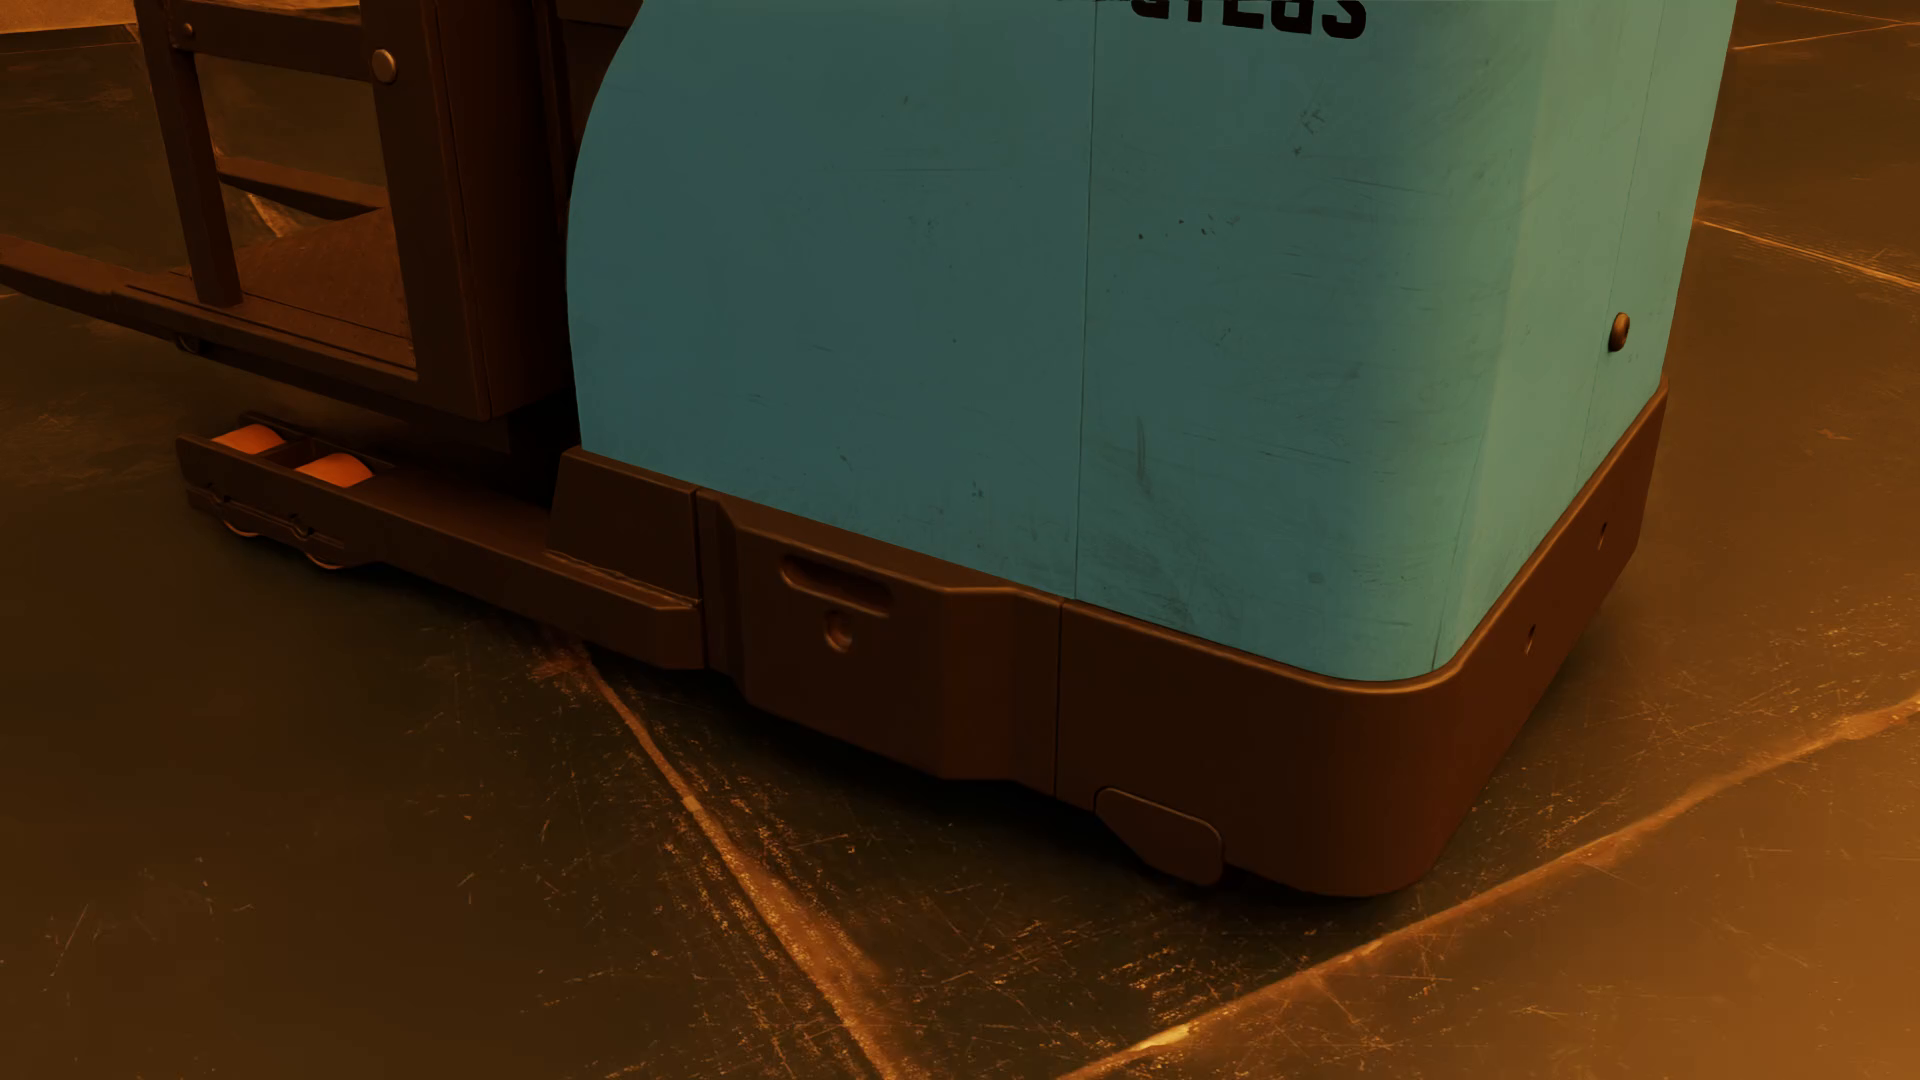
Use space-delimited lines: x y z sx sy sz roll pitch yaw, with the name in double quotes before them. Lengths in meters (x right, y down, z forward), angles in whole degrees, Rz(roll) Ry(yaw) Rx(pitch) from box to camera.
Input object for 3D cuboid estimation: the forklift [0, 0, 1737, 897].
"forklift" -0.560 -1.445 2.108 3.031 2.935 1.130 17 31 29
